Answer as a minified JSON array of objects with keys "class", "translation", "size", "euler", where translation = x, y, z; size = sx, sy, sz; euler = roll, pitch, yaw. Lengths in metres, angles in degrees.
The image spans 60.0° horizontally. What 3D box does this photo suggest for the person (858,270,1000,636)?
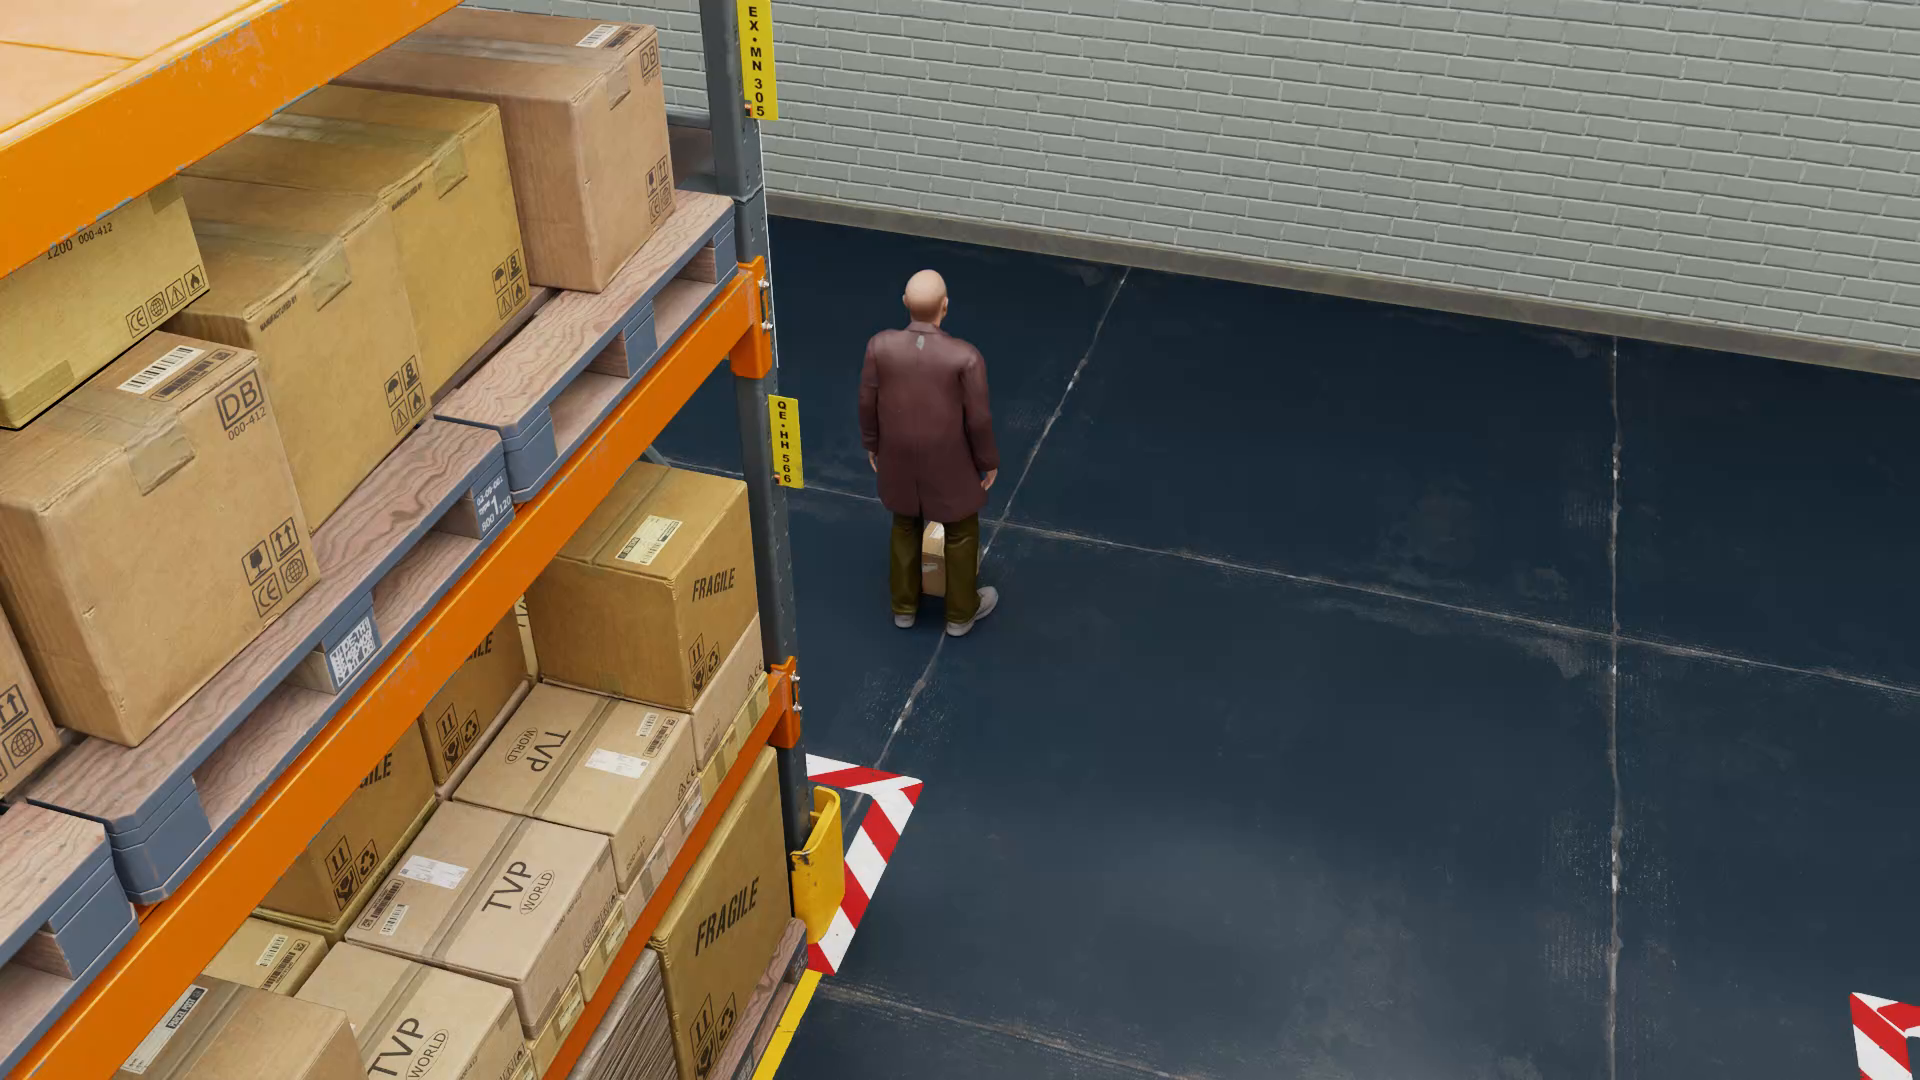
[{"class":"person","translation":[-0.136,-0.369,7.403],"size":[0.642,1.774,0.423],"euler":[11,38,14]}]
